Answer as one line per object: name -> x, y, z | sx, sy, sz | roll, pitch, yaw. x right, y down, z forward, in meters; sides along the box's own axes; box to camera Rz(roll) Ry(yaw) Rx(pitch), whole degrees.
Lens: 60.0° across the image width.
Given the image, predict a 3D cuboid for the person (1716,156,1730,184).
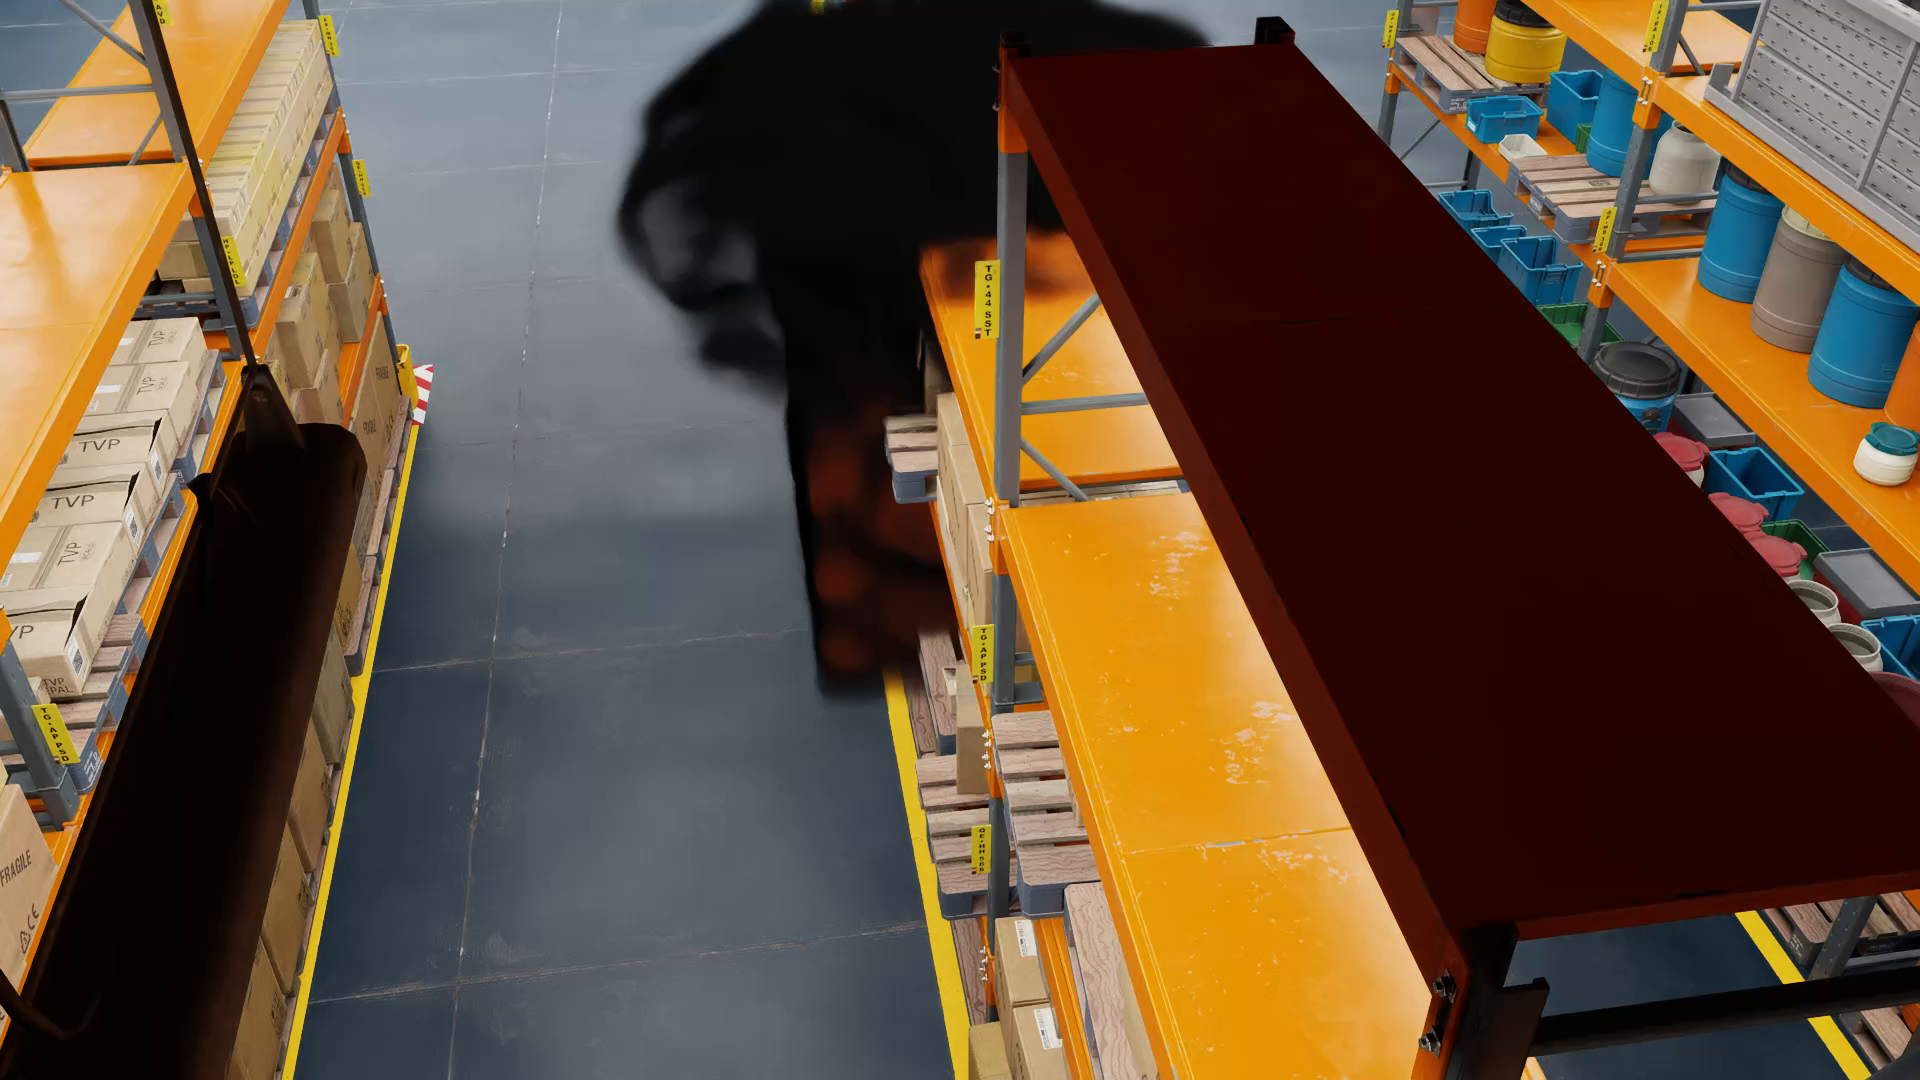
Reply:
person -> 8.189, -4.181, 17.816 | 1.036, 1.606, 0.495 | 14, 38, 18
